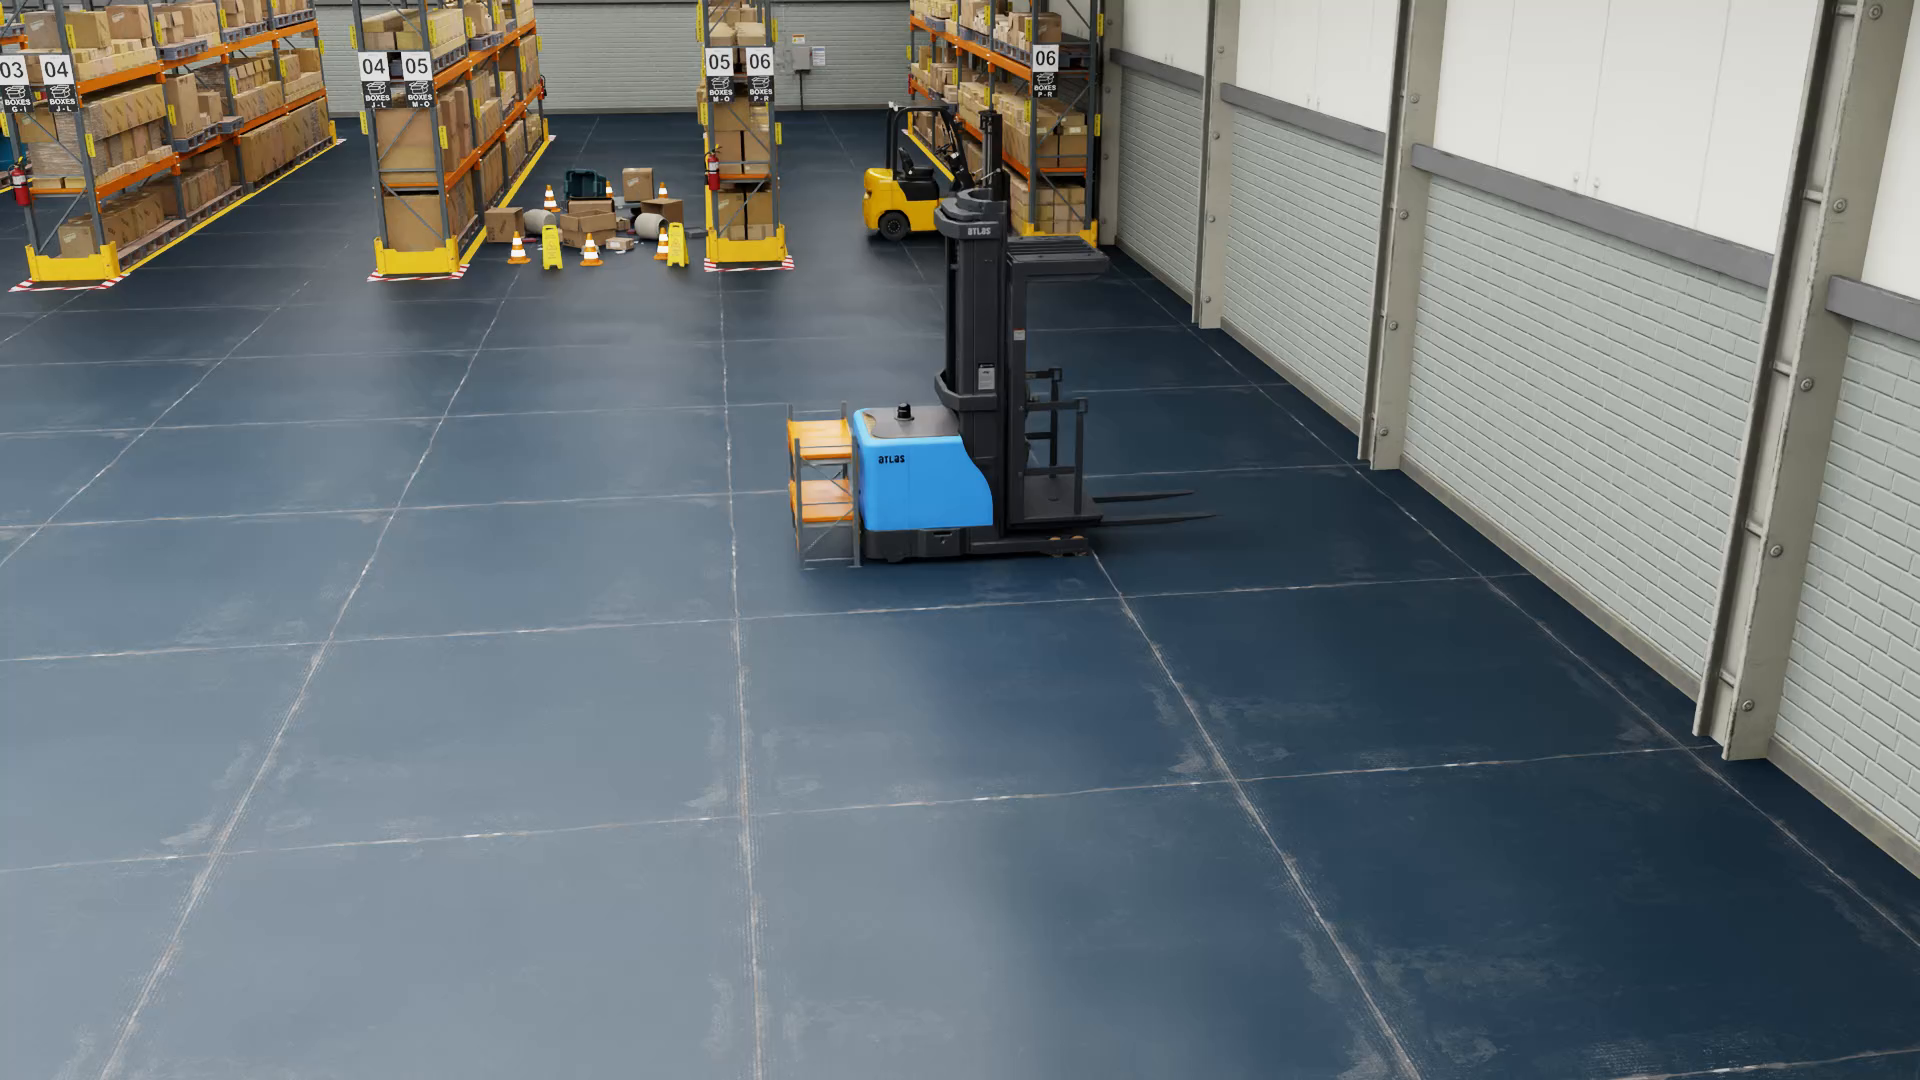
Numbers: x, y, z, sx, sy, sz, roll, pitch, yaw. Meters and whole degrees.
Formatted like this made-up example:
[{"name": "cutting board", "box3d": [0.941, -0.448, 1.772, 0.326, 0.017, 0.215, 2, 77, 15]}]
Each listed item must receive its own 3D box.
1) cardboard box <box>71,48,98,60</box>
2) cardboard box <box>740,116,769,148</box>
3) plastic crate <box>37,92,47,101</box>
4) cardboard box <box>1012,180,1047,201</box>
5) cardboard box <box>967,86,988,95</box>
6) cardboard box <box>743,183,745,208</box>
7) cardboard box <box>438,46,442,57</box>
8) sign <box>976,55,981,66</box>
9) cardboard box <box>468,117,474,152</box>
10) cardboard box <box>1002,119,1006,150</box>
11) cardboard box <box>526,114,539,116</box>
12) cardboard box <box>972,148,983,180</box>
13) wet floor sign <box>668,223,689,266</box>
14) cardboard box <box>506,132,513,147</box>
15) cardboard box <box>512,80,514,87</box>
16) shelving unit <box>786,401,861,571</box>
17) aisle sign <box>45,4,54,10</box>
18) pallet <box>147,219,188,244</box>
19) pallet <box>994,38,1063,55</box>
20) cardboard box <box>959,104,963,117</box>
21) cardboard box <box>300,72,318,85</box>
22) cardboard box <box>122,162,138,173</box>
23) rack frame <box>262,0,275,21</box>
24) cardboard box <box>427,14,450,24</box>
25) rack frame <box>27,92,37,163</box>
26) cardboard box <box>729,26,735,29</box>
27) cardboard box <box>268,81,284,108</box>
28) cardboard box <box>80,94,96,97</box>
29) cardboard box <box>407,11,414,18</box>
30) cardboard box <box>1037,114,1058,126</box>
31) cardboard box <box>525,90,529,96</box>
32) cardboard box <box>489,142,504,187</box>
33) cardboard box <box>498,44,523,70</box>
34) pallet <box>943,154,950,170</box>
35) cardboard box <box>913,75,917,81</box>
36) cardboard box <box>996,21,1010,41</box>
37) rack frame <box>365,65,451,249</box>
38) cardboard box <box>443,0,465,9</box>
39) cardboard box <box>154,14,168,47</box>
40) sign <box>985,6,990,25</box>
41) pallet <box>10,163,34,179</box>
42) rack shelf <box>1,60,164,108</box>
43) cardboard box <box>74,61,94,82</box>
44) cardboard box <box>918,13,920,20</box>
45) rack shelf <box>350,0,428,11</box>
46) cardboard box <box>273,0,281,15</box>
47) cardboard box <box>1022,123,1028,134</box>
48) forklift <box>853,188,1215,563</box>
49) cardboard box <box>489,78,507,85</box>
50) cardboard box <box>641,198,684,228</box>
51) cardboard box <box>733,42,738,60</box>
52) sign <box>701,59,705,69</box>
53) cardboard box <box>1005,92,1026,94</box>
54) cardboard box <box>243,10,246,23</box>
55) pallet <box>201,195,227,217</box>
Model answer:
[{"name": "cardboard box", "box3d": [-13.002, -7.179, 24.582, 0.380, 0.149, 0.250, -2, 21, -6]}, {"name": "cardboard box", "box3d": [-3.344, -6.672, 27.298, 0.500, 0.500, 0.500, -3, 21, -9]}, {"name": "plastic crate", "box3d": [-19.634, -9.561, 35.426, 0.402, 0.464, 0.583, -3, 21, -8]}, {"name": "cardboard box", "box3d": [1.141, -5.725, 27.233, 0.500, 0.250, 0.500, -3, 21, -7]}, {"name": "cardboard box", "box3d": [0.349, -8.754, 32.370, 0.380, 0.149, 0.250, -3, 21, -7]}, {"name": "cardboard box", "box3d": [-3.392, -5.877, 27.997, 0.500, 0.500, 0.500, -2, 21, -5]}, {"name": "cardboard box", "box3d": [-8.005, -7.333, 24.965, 0.380, 0.149, 0.250, -3, 21, -8]}, {"name": "sign", "box3d": [0.414, -10.755, 37.143, 0.100, 0.325, 0.005, -3, 21, -8]}, {"name": "cardboard box", "box3d": [-8.711, -6.820, 28.049, 0.875, 0.550, 0.550, -3, 21, -8]}, {"name": "cardboard box", "box3d": [0.990, -6.938, 28.437, 0.500, 0.500, 0.500, -3, 21, -8]}, {"name": "cardboard box", "box3d": [-10.179, -10.001, 39.404, 0.380, 0.149, 0.250, -3, 21, -7]}, {"name": "cardboard box", "box3d": [0.718, -7.207, 32.092, 0.875, 0.625, 0.625, -4, 21, -10]}, {"name": "wet floor sign", "box3d": [-4.348, -4.554, 25.561, 0.267, 0.644, 0.232, 4, 21, 11]}, {"name": "cardboard box", "box3d": [-9.286, -8.065, 33.498, 0.500, 0.250, 0.500, -3, 21, -8]}, {"name": "cardboard box", "box3d": [-9.638, -9.646, 35.163, 0.380, 0.149, 0.250, -3, 21, -7]}, {"name": "shelving unit", "box3d": [-1.149, -0.469, 13.938, 0.538, 1.125, 1.048, -3, 21, -8]}, {"name": "aisle sign", "box3d": [-20.635, -11.794, 37.866, 0.394, 0.787, 0.004, -3, 21, -8]}, {"name": "pallet", "box3d": [-13.567, -5.125, 27.709, 1.003, 0.211, 1.213, -3, 21, -8]}, {"name": "pallet", "box3d": [1.167, -8.483, 28.554, 1.003, 0.211, 1.213, -3, 21, -8]}, {"name": "cardboard box", "box3d": [0.264, -8.562, 33.141, 0.500, 0.250, 0.500, -3, 21, -8]}, {"name": "cardboard box", "box3d": [-15.024, -10.555, 38.054, 0.500, 0.250, 0.500, -3, 21, -9]}, {"name": "cardboard box", "box3d": [-13.048, -5.794, 25.875, 0.380, 0.149, 0.250, -3, 21, -8]}, {"name": "rack frame", "box3d": [-14.852, -12.242, 34.205, 1.000, 3.000, 0.127, -3, 21, -8]}, {"name": "cardboard box", "box3d": [-8.189, -8.145, 26.000, 0.380, 0.149, 0.250, -3, 21, -7]}, {"name": "rack frame", "box3d": [-19.754, -9.182, 34.586, 1.000, 3.000, 0.127, -3, 21, -8]}, {"name": "cardboard box", "box3d": [-4.120, -8.888, 29.127, 0.500, 0.250, 0.500, -3, 21, -9]}, {"name": "cardboard box", "box3d": [-14.515, -9.330, 34.841, 0.500, 0.500, 0.500, -3, 21, -8]}, {"name": "cardboard box", "box3d": [-13.658, -6.629, 25.754, 0.500, 0.500, 0.500, -3, 21, -8]}, {"name": "cardboard box", "box3d": [-8.949, -8.374, 26.614, 0.380, 0.149, 0.250, -3, 21, -9]}, {"name": "cardboard box", "box3d": [1.335, -6.632, 26.264, 0.380, 0.149, 0.250, -3, 21, -8]}, {"name": "cardboard box", "box3d": [-9.853, -10.004, 37.147, 0.380, 0.149, 0.250, -3, 21, -7]}, {"name": "cardboard box", "box3d": [-9.354, -7.189, 31.867, 1.050, 0.750, 0.750, -3, 21, -8]}, {"name": "cardboard box", "box3d": [-9.754, -10.470, 36.038, 0.500, 0.500, 0.500, -2, 21, -6]}, {"name": "pallet", "box3d": [0.199, -8.173, 35.873, 1.003, 0.211, 1.213, -3, 21, -8]}, {"name": "cardboard box", "box3d": [-0.935, -11.322, 40.677, 0.380, 0.149, 0.250, -3, 21, -8]}, {"name": "cardboard box", "box3d": [0.897, -8.720, 28.447, 0.500, 0.311, 0.500, -2, 21, -7]}, {"name": "rack frame", "box3d": [-8.200, -5.492, 24.707, 1.000, 3.000, 0.127, -3, 21, -8]}, {"name": "cardboard box", "box3d": [-9.668, -10.199, 31.787, 0.396, 0.266, 0.258, -3, 21, -8]}, {"name": "cardboard box", "box3d": [-13.669, -8.480, 27.672, 0.797, 0.503, 0.637, -4, 21, -10]}, {"name": "sign", "box3d": [0.483, -9.177, 29.098, 0.100, 0.325, 0.005, -3, 21, -8]}, {"name": "pallet", "box3d": [-19.684, -7.606, 34.353, 1.003, 0.211, 1.213, -3, 21, -8]}, {"name": "rack shelf", "box3d": [-13.411, -7.037, 25.586, 1.077, 0.370, 4.000, -3, 21, -8]}, {"name": "cardboard box", "box3d": [-12.936, -6.791, 24.114, 0.500, 0.250, 0.500, -2, 21, -6]}, {"name": "cardboard box", "box3d": [-0.770, -12.198, 38.733, 0.380, 0.149, 0.250, -3, 21, -8]}, {"name": "rack shelf", "box3d": [-8.488, -8.470, 25.707, 1.077, 0.370, 4.000, -3, 21, -8]}, {"name": "cardboard box", "box3d": [-15.098, -11.581, 35.838, 0.700, 0.500, 0.500, -2, 21, -5]}, {"name": "cardboard box", "box3d": [1.202, -6.572, 26.528, 0.380, 0.149, 0.250, -3, 21, -7]}, {"name": "forklift", "box3d": [0.639, -1.408, 13.872, 3.031, 2.935, 1.130, -3, 21, -8]}, {"name": "cardboard box", "box3d": [-9.451, -9.331, 33.894, 0.380, 0.149, 0.250, -3, 21, -9]}, {"name": "cardboard box", "box3d": [-5.085, -5.552, 28.437, 0.500, 0.500, 0.500, 12, 24, 29]}, {"name": "cardboard box", "box3d": [-3.714, -7.589, 25.825, 0.500, 0.250, 0.500, -3, 21, -8]}, {"name": "sign", "box3d": [-5.595, -10.345, 36.352, 0.100, 0.325, 0.005, -3, 21, -8]}, {"name": "cardboard box", "box3d": [1.049, -8.340, 31.264, 0.380, 0.149, 0.250, -3, 21, -8]}, {"name": "cardboard box", "box3d": [-14.783, -10.607, 33.643, 0.500, 0.311, 0.500, -4, 21, -10]}, {"name": "pallet", "box3d": [-13.992, -6.048, 30.182, 1.003, 0.211, 1.213, -3, 21, -8]}]
